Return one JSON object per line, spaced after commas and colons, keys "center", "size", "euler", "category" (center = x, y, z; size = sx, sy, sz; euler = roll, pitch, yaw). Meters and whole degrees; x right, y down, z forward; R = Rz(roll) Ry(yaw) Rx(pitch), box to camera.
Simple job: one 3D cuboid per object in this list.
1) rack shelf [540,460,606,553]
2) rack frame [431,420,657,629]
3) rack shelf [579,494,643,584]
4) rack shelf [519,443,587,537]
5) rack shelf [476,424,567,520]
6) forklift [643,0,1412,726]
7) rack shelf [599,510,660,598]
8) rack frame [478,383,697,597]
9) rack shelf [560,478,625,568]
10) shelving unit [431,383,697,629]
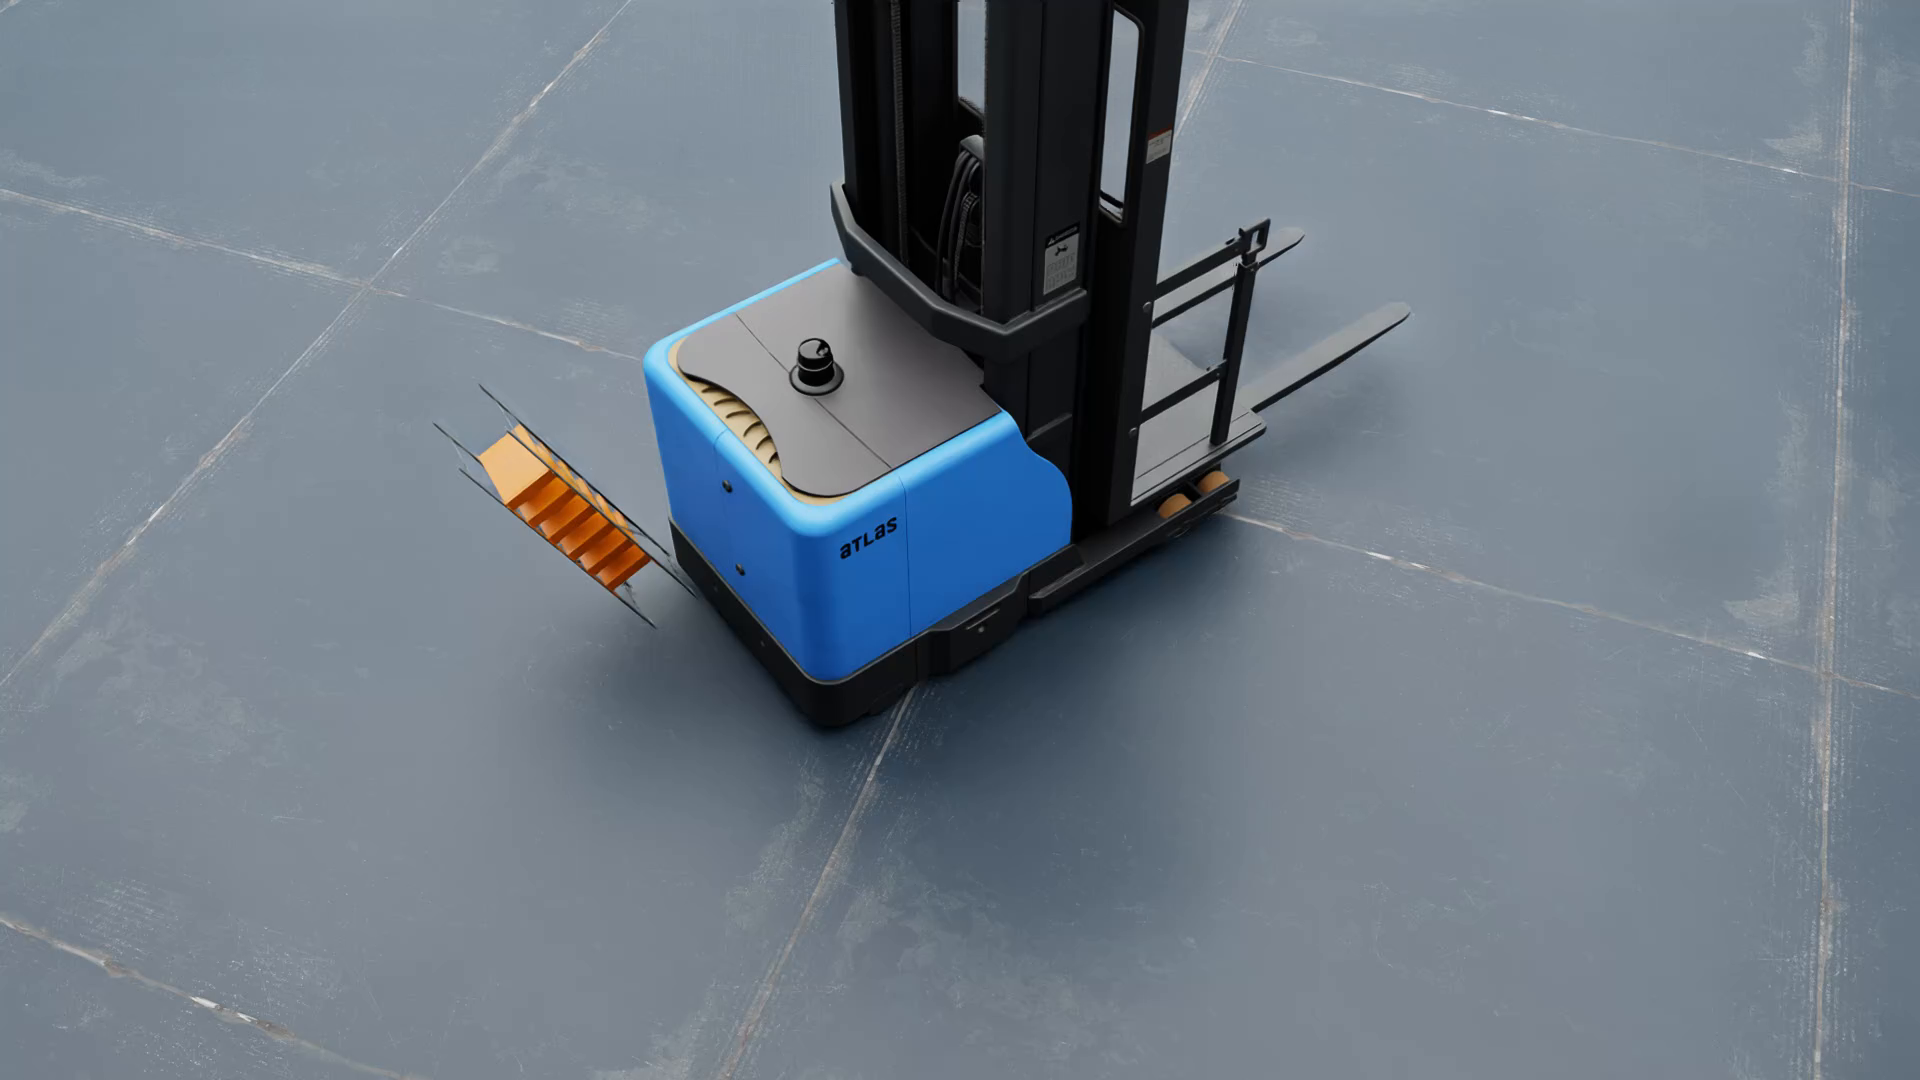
{"center": [-1.311, -0.115, 5.479], "size": [0.180, 0.103, 0.258], "euler": [-38, 56, -1], "category": "rack shelf"}
{"center": [-1.357, -0.025, 5.541], "size": [0.006, 1.200, 0.240], "euler": [-38, 56, -1], "category": "rack frame"}
{"center": [-1.229, -0.009, 5.678], "size": [0.180, 0.103, 0.258], "euler": [-38, 56, -1], "category": "rack shelf"}
{"center": [-1.352, -0.169, 5.380], "size": [0.180, 0.103, 0.258], "euler": [-38, 56, -1], "category": "rack shelf"}
{"center": [-1.393, -0.222, 5.281], "size": [0.180, 0.103, 0.258], "euler": [-38, 56, -1], "category": "rack shelf"}
{"center": [0.436, -1.260, 5.403], "size": [3.031, 2.935, 1.130], "euler": [-30, 55, -23], "category": "forklift"}
{"center": [-1.188, 0.044, 5.777], "size": [0.180, 0.103, 0.258], "euler": [-38, 56, -1], "category": "rack shelf"}
{"center": [-1.214, -0.139, 5.543], "size": [0.006, 1.200, 0.240], "euler": [-38, 56, -1], "category": "rack frame"}
{"center": [-1.270, -0.062, 5.579], "size": [0.180, 0.103, 0.258], "euler": [-38, 56, -1], "category": "rack shelf"}
{"center": [-1.285, -0.082, 5.542], "size": [0.189, 1.200, 0.258], "euler": [-38, 56, -1], "category": "shelving unit"}
